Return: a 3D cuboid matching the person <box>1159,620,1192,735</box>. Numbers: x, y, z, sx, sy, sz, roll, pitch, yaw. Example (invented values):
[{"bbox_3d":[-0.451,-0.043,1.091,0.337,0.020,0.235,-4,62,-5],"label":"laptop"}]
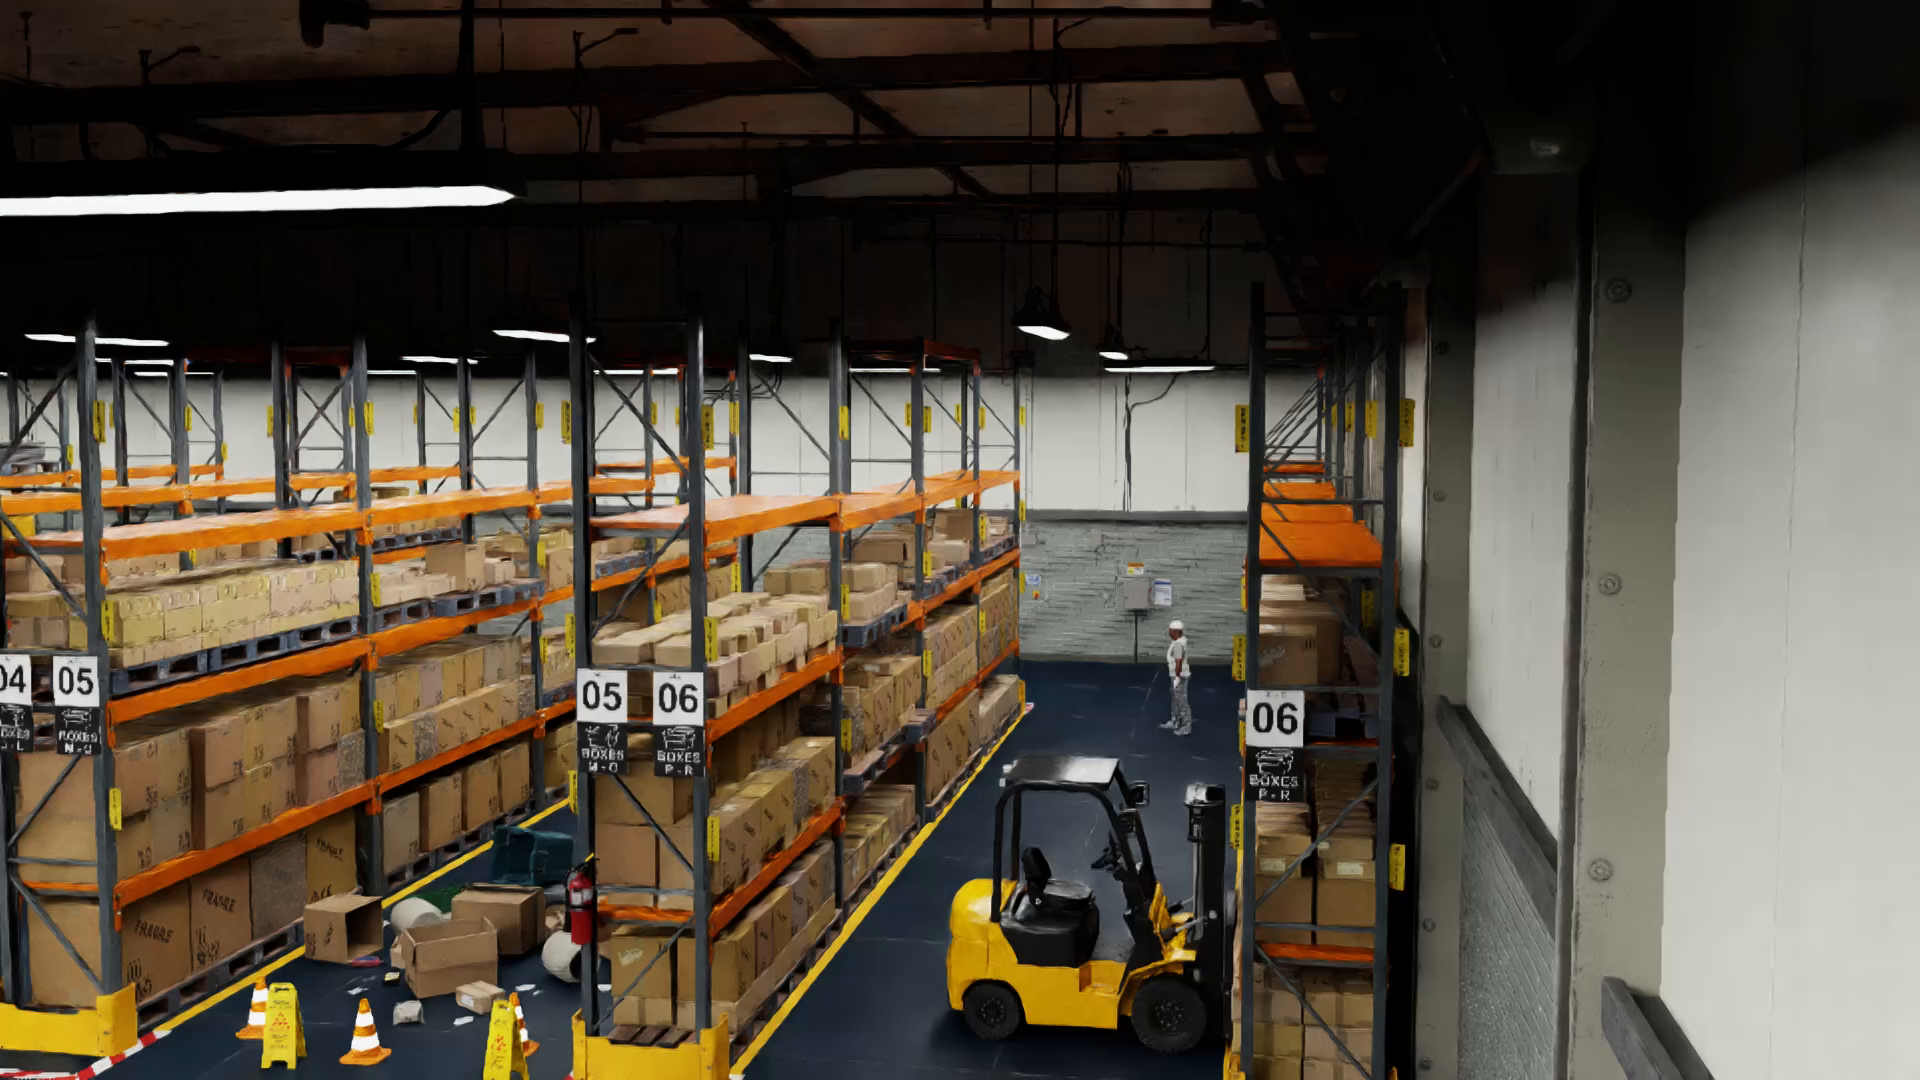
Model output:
[{"bbox_3d":[3.402,2.141,26.278,0.519,1.785,0.764,1,5,9],"label":"person"}]
